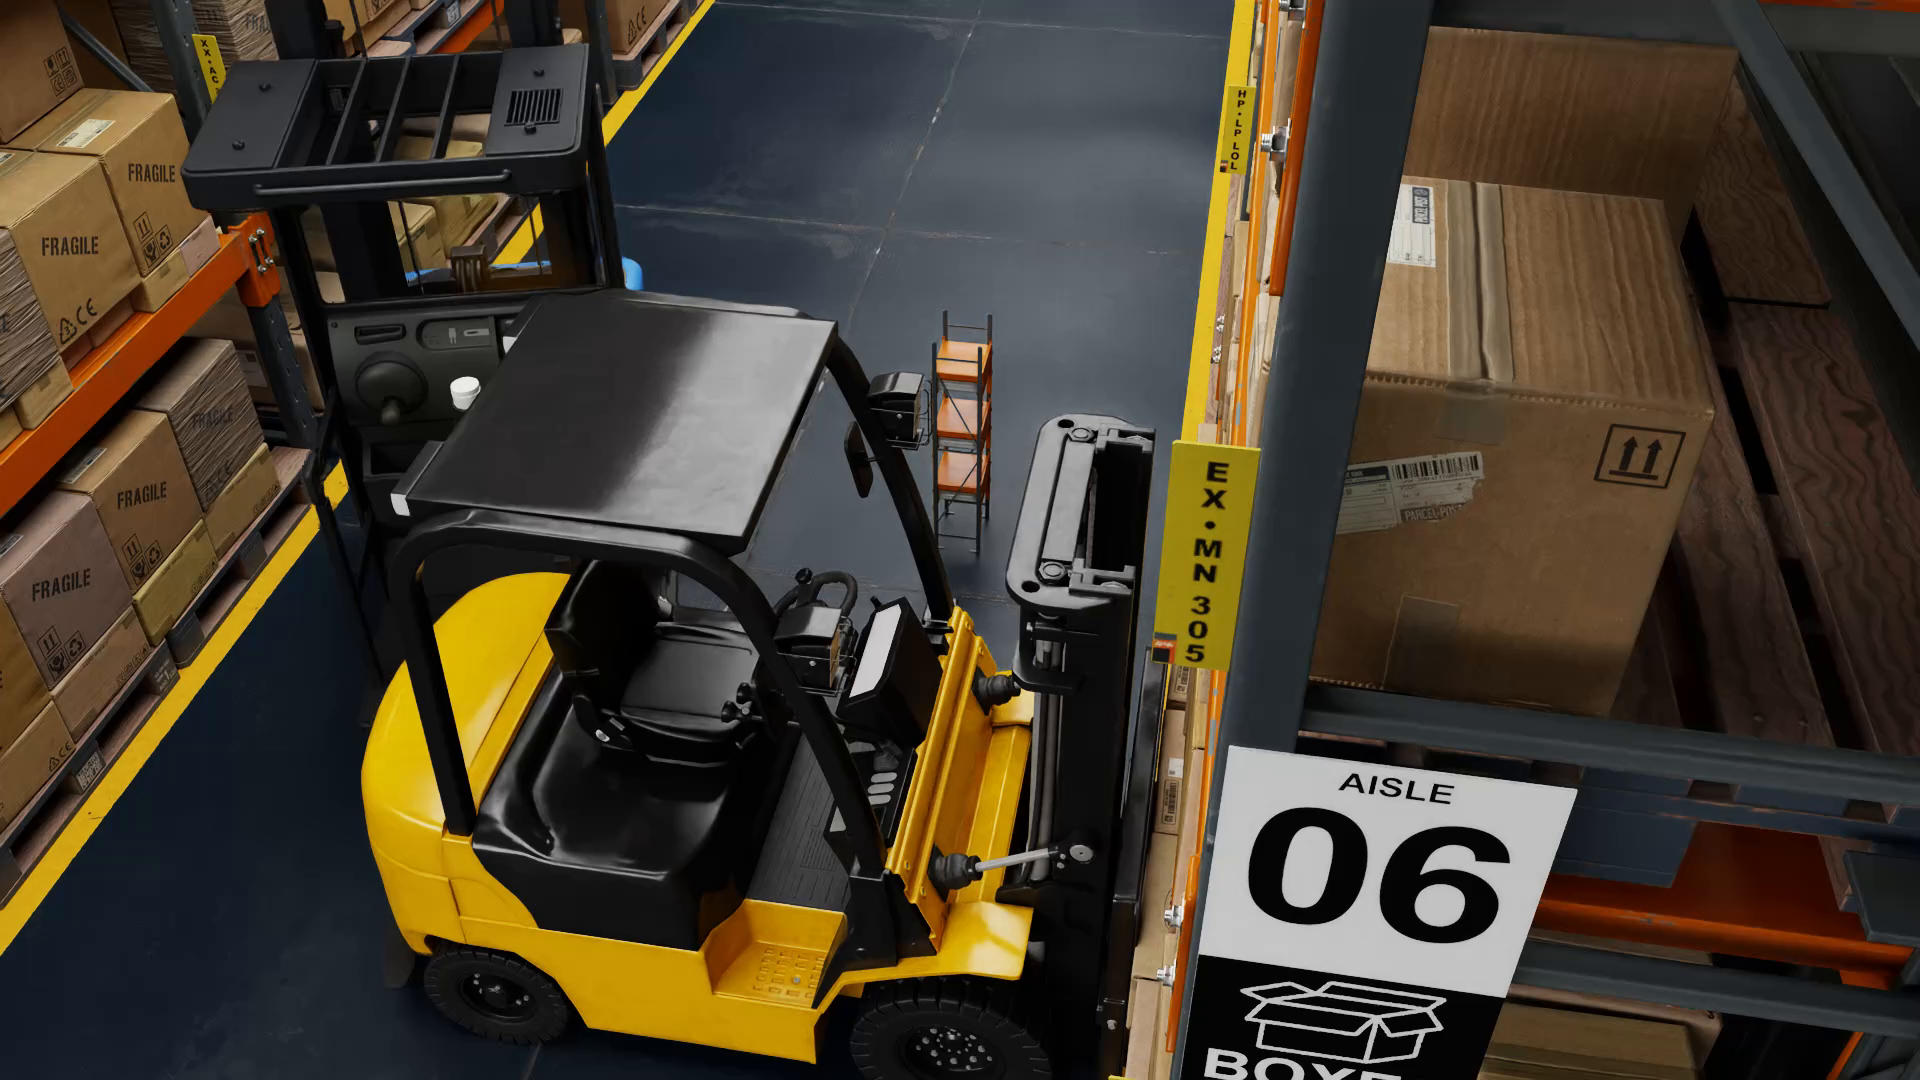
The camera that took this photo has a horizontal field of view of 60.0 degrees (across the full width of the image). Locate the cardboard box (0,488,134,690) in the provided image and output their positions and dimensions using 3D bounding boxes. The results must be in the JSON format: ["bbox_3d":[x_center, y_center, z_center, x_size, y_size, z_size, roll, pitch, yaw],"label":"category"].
[{"bbox_3d":[-3.399,0.154,5.949,0.500,0.500,0.500,8,40,10],"label":"cardboard box"}]

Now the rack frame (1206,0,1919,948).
[{"bbox_3d":[0.810,-0.752,1.098,1.000,3.000,0.127,6,40,8],"label":"rack frame"}]

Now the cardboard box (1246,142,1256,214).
[{"bbox_3d":[1.154,-1.186,5.510,0.380,0.149,0.250,7,40,9],"label":"cardboard box"}]

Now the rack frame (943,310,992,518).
[{"bbox_3d":[0.030,-0.515,7.049,0.200,1.050,0.008,6,40,8],"label":"rack frame"}]

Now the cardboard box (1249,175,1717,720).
[{"bbox_3d":[0.646,-0.140,2.224,0.500,0.500,0.500,8,40,9],"label":"cardboard box"}]

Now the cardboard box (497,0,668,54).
[{"bbox_3d":[-2.494,-3.773,10.797,0.875,0.875,0.875,6,40,7],"label":"cardboard box"}]

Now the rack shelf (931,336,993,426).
[{"bbox_3d":[0.009,-0.649,6.782,0.215,0.259,0.240,6,40,8],"label":"rack shelf"}]

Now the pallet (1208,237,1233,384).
[{"bbox_3d":[1.800,-1.110,8.427,1.003,0.211,1.213,6,40,8],"label":"pallet"}]

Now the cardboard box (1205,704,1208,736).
[{"bbox_3d":[0.768,0.376,3.854,0.380,0.149,0.250,5,40,6],"label":"cardboard box"}]

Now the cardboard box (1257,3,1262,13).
[{"bbox_3d":[1.680,-2.704,7.891,0.500,0.250,0.500,5,40,7],"label":"cardboard box"}]

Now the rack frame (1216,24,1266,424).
[{"bbox_3d":[1.502,-0.950,6.045,1.000,3.000,0.127,6,40,8],"label":"rack frame"}]

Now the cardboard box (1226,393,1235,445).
[{"bbox_3d":[0.938,-0.268,4.632,0.380,0.149,0.250,5,40,6],"label":"cardboard box"}]

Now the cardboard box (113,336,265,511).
[{"bbox_3d":[-3.226,-0.486,6.723,0.500,0.500,0.500,6,40,7],"label":"cardboard box"}]

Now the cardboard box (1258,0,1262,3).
[{"bbox_3d":[1.504,-2.458,7.281,0.380,0.149,0.250,5,40,6],"label":"cardboard box"}]

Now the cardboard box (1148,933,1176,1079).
[{"bbox_3d":[0.636,1.184,3.386,0.500,0.500,0.500,6,40,7],"label":"cardboard box"}]

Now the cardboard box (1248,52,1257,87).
[{"bbox_3d":[1.417,-1.745,6.732,0.500,0.250,0.500,5,40,7],"label":"cardboard box"}]

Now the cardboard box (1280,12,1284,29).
[{"bbox_3d":[0.946,-1.357,3.881,0.396,0.266,0.258,6,40,7],"label":"cardboard box"}]

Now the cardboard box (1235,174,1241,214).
[{"bbox_3d":[1.413,-1.554,6.893,0.500,0.250,0.500,6,40,7],"label":"cardboard box"}]

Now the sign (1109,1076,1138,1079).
[{"bbox_3d":[0.278,0.954,2.648,0.100,0.325,0.005,6,40,8],"label":"sign"}]

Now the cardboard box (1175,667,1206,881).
[{"bbox_3d":[0.823,0.537,4.168,0.500,0.500,0.500,6,40,7],"label":"cardboard box"}]

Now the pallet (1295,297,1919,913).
[{"bbox_3d":[0.957,-0.003,2.615,1.003,0.211,1.213,6,40,8],"label":"pallet"}]

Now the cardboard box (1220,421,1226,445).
[{"bbox_3d":[1.007,-0.093,4.930,0.500,0.500,0.500,6,40,7],"label":"cardboard box"}]

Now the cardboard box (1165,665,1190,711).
[{"bbox_3d":[0.936,0.464,5.378,0.500,0.250,0.500,8,40,9],"label":"cardboard box"}]

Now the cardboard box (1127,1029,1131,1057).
[{"bbox_3d":[0.752,1.285,4.777,0.500,0.250,0.500,6,40,7],"label":"cardboard box"}]

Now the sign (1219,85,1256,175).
[{"bbox_3d":[0.966,-1.420,5.767,0.100,0.325,0.005,6,40,8],"label":"sign"}]

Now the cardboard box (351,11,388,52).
[{"bbox_3d":[-2.869,-2.371,7.632,0.380,0.149,0.250,7,40,8],"label":"cardboard box"}]

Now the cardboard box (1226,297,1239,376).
[{"bbox_3d":[1.011,-0.592,5.024,0.380,0.149,0.250,7,40,9],"label":"cardboard box"}]

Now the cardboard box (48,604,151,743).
[{"bbox_3d":[-3.400,0.457,6.171,0.500,0.250,0.500,7,40,8],"label":"cardboard box"}]

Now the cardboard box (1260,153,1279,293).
[{"bbox_3d":[0.698,-0.457,2.793,0.396,0.266,0.258,6,40,8],"label":"cardboard box"}]

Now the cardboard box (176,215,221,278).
[{"bbox_3d":[-3.143,-1.163,6.500,0.380,0.149,0.250,6,40,7],"label":"cardboard box"}]

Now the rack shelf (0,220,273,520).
[{"bbox_3d":[-3.734,0.037,5.416,1.077,0.370,4.000,6,40,8],"label":"rack shelf"}]

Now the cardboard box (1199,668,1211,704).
[{"bbox_3d":[0.747,0.260,3.761,0.380,0.149,0.250,7,40,9],"label":"cardboard box"}]

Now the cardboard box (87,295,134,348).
[{"bbox_3d":[-3.301,-0.851,6.122,0.380,0.149,0.250,7,40,8],"label":"cardboard box"}]

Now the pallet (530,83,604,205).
[{"bbox_3d":[-2.832,-2.441,10.037,1.003,0.211,1.213,6,40,8],"label":"pallet"}]

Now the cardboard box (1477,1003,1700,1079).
[{"bbox_3d":[1.078,0.970,2.902,0.380,0.149,0.250,6,40,7],"label":"cardboard box"}]

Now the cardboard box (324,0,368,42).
[{"bbox_3d":[-2.938,-2.387,7.142,0.500,0.500,0.500,7,40,8],"label":"cardboard box"}]

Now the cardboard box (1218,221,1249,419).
[{"bbox_3d":[1.168,-0.739,5.712,0.500,0.500,0.500,5,40,6],"label":"cardboard box"}]

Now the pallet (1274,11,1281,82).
[{"bbox_3d":[1.380,-1.534,4.467,1.003,0.211,1.213,6,40,8],"label":"pallet"}]

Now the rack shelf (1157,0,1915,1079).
[{"bbox_3d":[1.156,-0.574,3.801,1.077,0.370,4.000,6,40,8],"label":"rack shelf"}]

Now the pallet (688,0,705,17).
[{"bbox_3d":[-2.271,-4.181,12.141,1.003,0.211,1.213,6,40,8],"label":"pallet"}]

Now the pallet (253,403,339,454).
[{"bbox_3d":[-3.254,-0.909,8.184,1.003,0.211,1.213,6,40,8],"label":"pallet"}]

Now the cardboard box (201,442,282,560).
[{"bbox_3d":[-3.225,-0.197,6.962,0.500,0.250,0.500,8,40,10],"label":"cardboard box"}]

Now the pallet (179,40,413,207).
[{"bbox_3d":[-3.112,-1.885,7.327,1.003,0.211,1.213,6,40,8],"label":"pallet"}]

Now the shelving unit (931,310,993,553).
[{"bbox_3d":[0.009,-0.438,6.956,0.215,1.050,0.252,6,40,8],"label":"shelving unit"}]

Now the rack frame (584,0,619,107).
[{"bbox_3d":[-2.695,-4.006,9.741,1.000,3.000,0.127,6,40,8],"label":"rack frame"}]

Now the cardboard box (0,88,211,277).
[{"bbox_3d":[-3.220,-1.342,6.208,0.500,0.500,0.500,5,40,7],"label":"cardboard box"}]

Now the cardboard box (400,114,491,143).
[{"bbox_3d":[-2.923,-2.337,9.456,0.950,0.372,0.625,6,40,7],"label":"cardboard box"}]

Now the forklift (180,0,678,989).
[{"bbox_3d":[-1.663,-0.539,5.601,1.130,2.935,3.031,-5,40,-6],"label":"forklift"}]

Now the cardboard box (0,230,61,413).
[{"bbox_3d":[-3.387,-0.692,5.421,0.500,0.500,0.500,7,40,9],"label":"cardboard box"}]

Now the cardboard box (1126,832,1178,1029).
[{"bbox_3d":[0.742,1.110,4.597,0.500,0.250,0.500,7,40,8],"label":"cardboard box"}]

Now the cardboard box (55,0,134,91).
[{"bbox_3d":[-3.534,-2.126,6.825,0.500,0.500,0.500,6,40,7],"label":"cardboard box"}]

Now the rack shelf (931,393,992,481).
[{"bbox_3d":[0.009,-0.430,6.963,0.215,0.259,0.240,6,40,8],"label":"rack shelf"}]

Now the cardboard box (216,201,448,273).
[{"bbox_3d":[-3.178,-1.426,8.353,0.950,0.372,0.625,9,40,10],"label":"cardboard box"}]

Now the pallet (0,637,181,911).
[{"bbox_3d":[-3.678,0.773,6.150,1.003,0.211,1.213,6,40,8],"label":"pallet"}]

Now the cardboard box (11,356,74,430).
[{"bbox_3d":[-3.316,-0.525,5.728,0.380,0.149,0.250,6,40,7],"label":"cardboard box"}]

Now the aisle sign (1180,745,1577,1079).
[{"bbox_3d":[0.509,0.567,2.170,0.394,0.787,0.004,6,40,8],"label":"aisle sign"}]

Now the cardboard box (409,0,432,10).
[{"bbox_3d":[-2.728,-2.687,8.014,0.380,0.149,0.250,8,40,9],"label":"cardboard box"}]
